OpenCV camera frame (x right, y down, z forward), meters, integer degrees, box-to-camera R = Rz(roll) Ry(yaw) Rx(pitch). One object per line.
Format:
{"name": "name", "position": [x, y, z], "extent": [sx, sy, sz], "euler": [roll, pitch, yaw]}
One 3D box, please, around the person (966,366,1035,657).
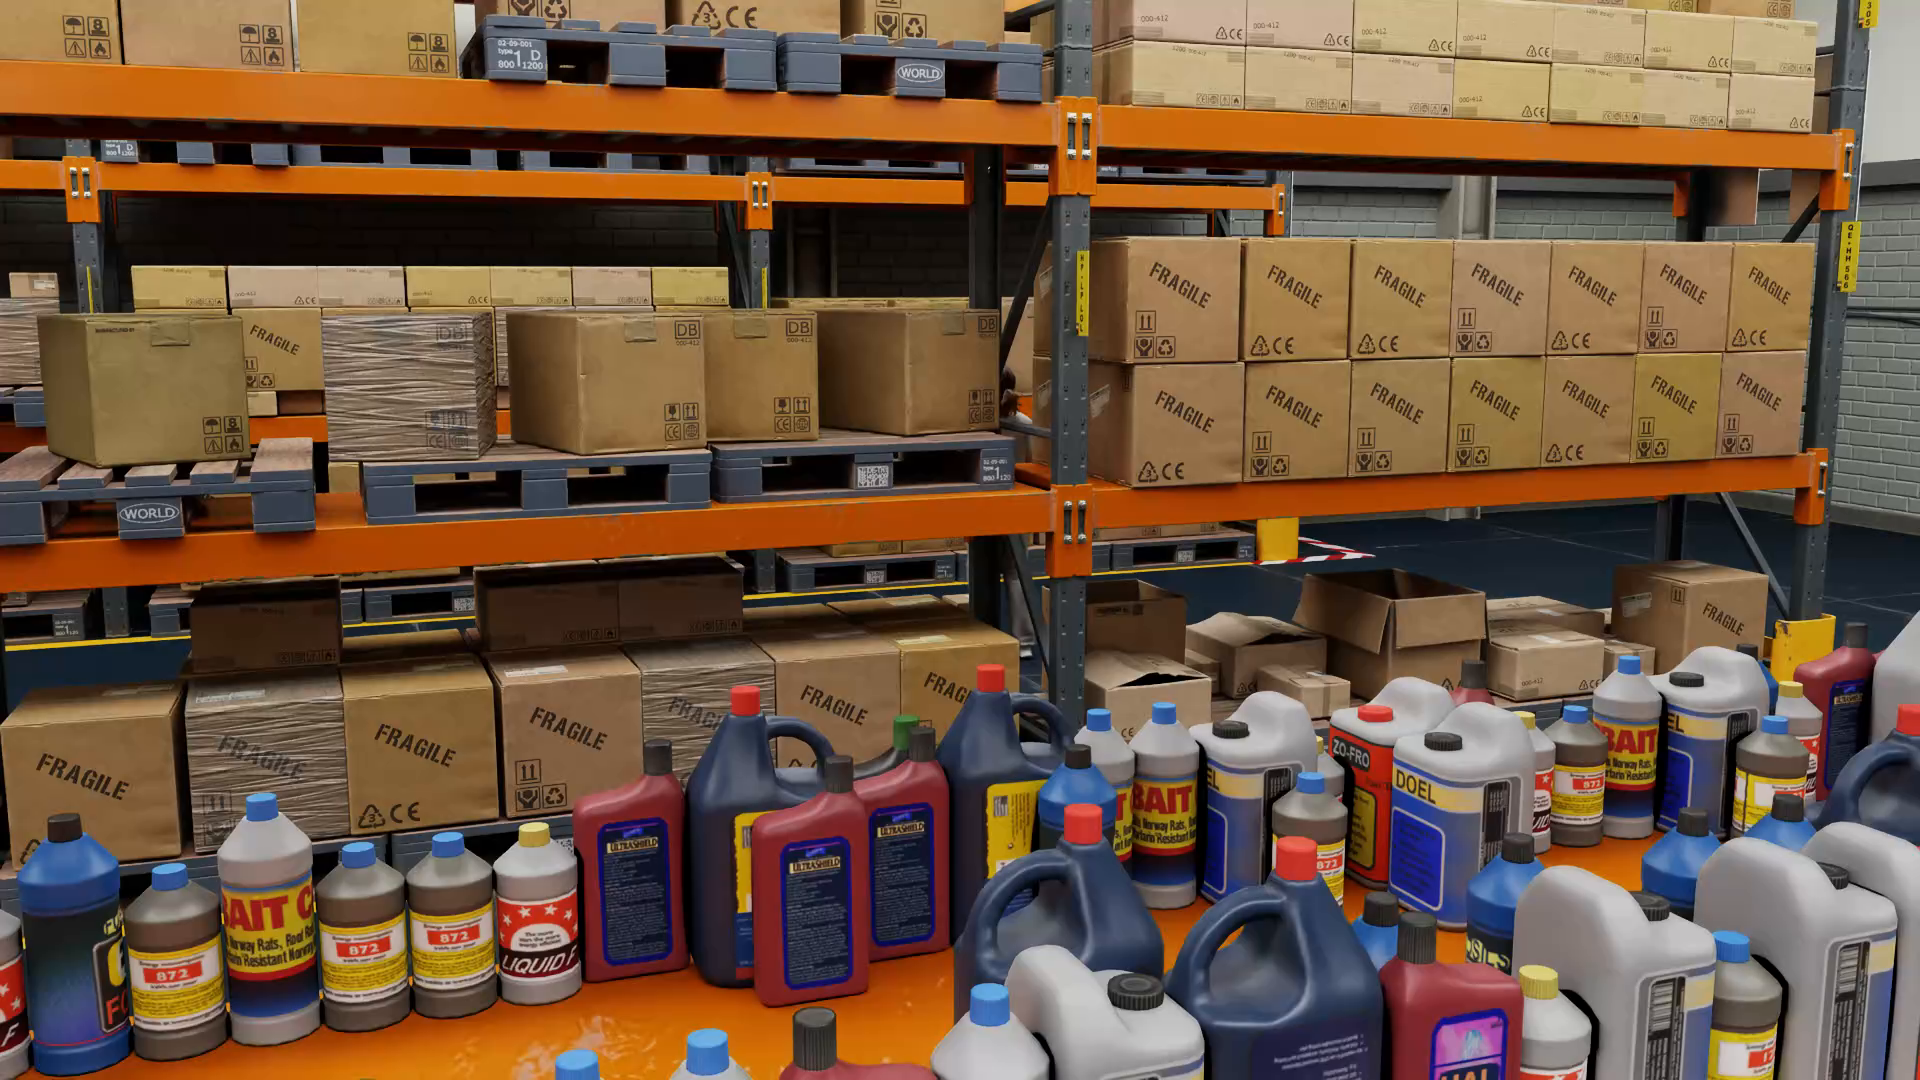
{"name": "person", "position": [0.214, -0.152, 9.386], "extent": [0.438, 1.681, 0.363], "euler": [-3, 10, -20]}
